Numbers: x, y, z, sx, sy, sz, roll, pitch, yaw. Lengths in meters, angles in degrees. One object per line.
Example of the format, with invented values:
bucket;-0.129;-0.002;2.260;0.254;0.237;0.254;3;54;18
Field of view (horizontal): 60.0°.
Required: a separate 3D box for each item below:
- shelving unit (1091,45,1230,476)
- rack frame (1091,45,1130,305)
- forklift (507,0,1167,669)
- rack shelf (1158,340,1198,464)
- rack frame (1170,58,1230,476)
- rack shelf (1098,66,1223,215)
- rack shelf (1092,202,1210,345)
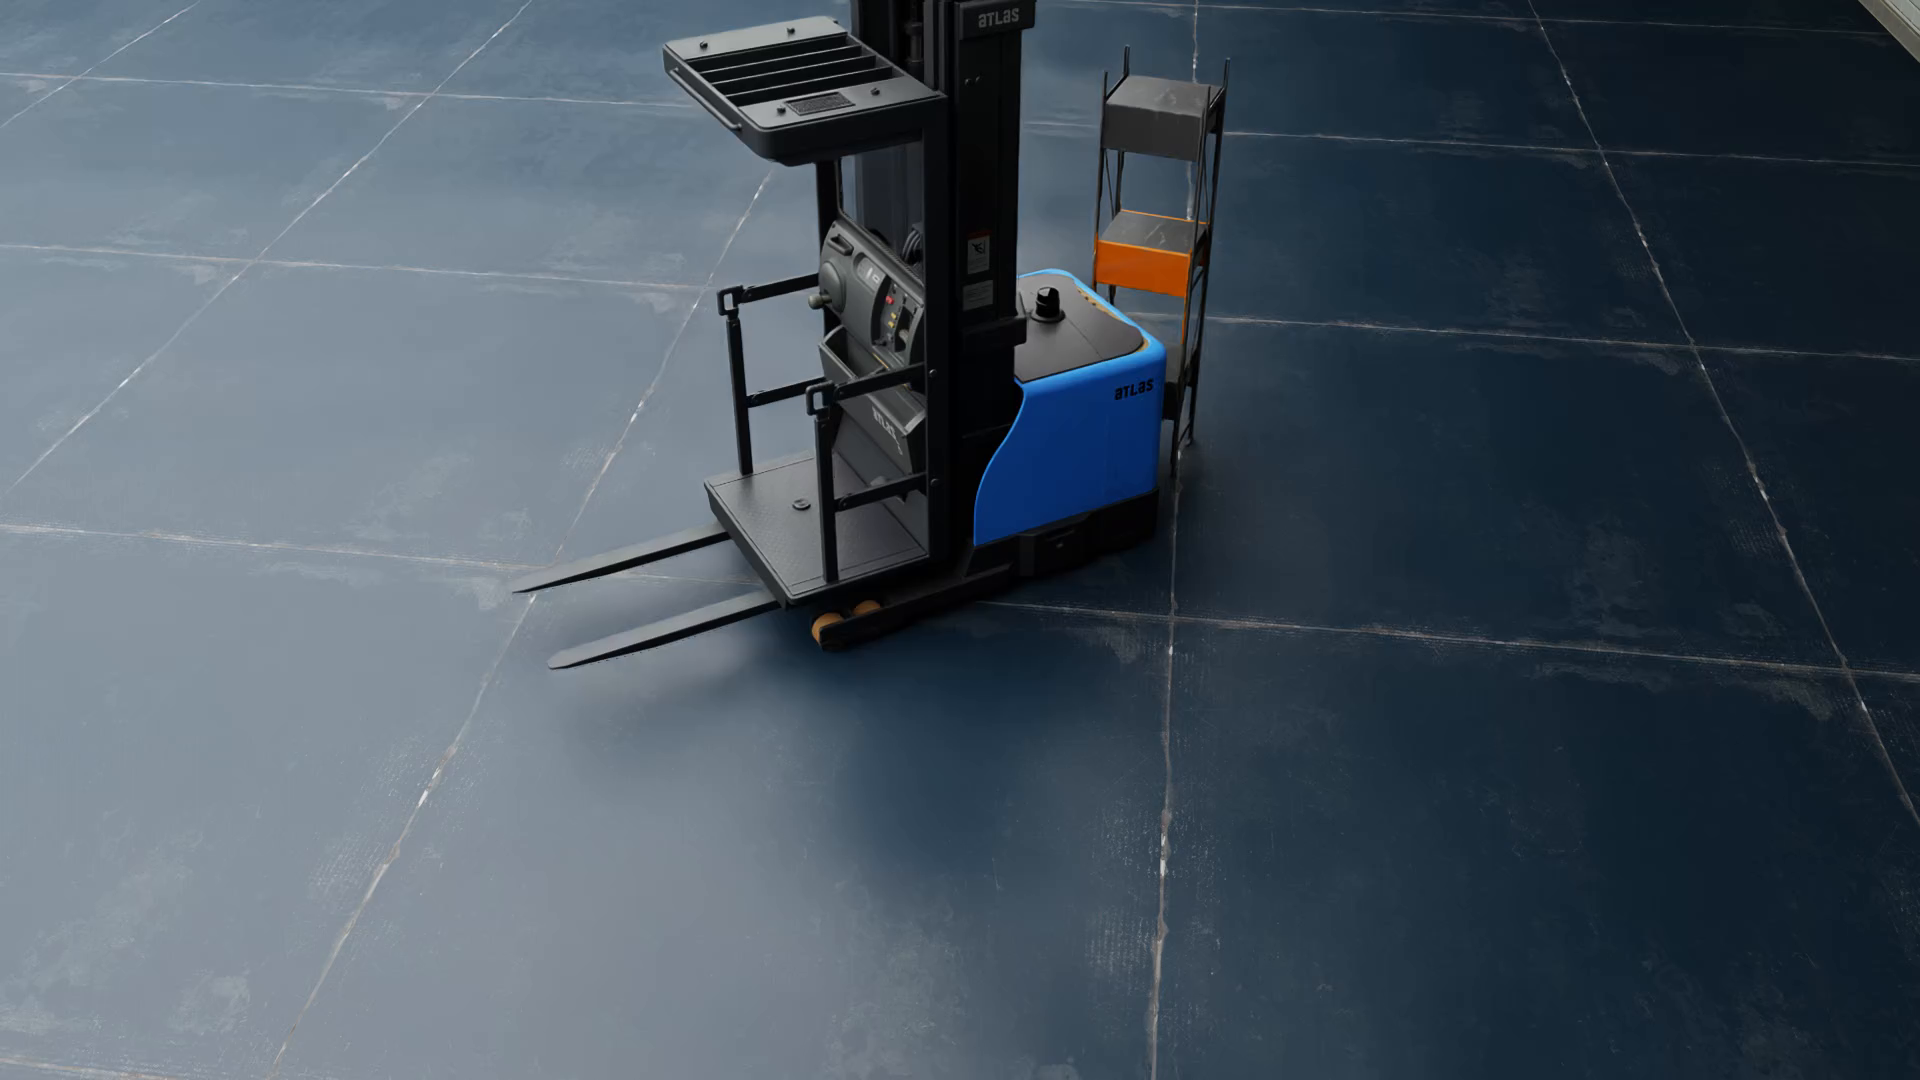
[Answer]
shelving unit;0.957;-1.350;8.332;0.503;2.100;0.431;13;37;17
rack frame;0.729;-1.401;8.402;0.015;2.100;0.400;13;37;17
forklift;-0.572;-1.047;7.195;3.031;2.935;1.130;-17;39;-23
rack shelf;0.955;-0.768;8.745;0.480;0.518;0.431;13;37;17
rack frame;1.185;-1.299;8.261;0.015;2.100;0.400;13;37;17
rack shelf;0.959;-1.909;7.934;0.480;0.518;0.431;13;37;17
rack shelf;0.957;-1.339;8.339;0.480;0.518;0.431;13;37;17
